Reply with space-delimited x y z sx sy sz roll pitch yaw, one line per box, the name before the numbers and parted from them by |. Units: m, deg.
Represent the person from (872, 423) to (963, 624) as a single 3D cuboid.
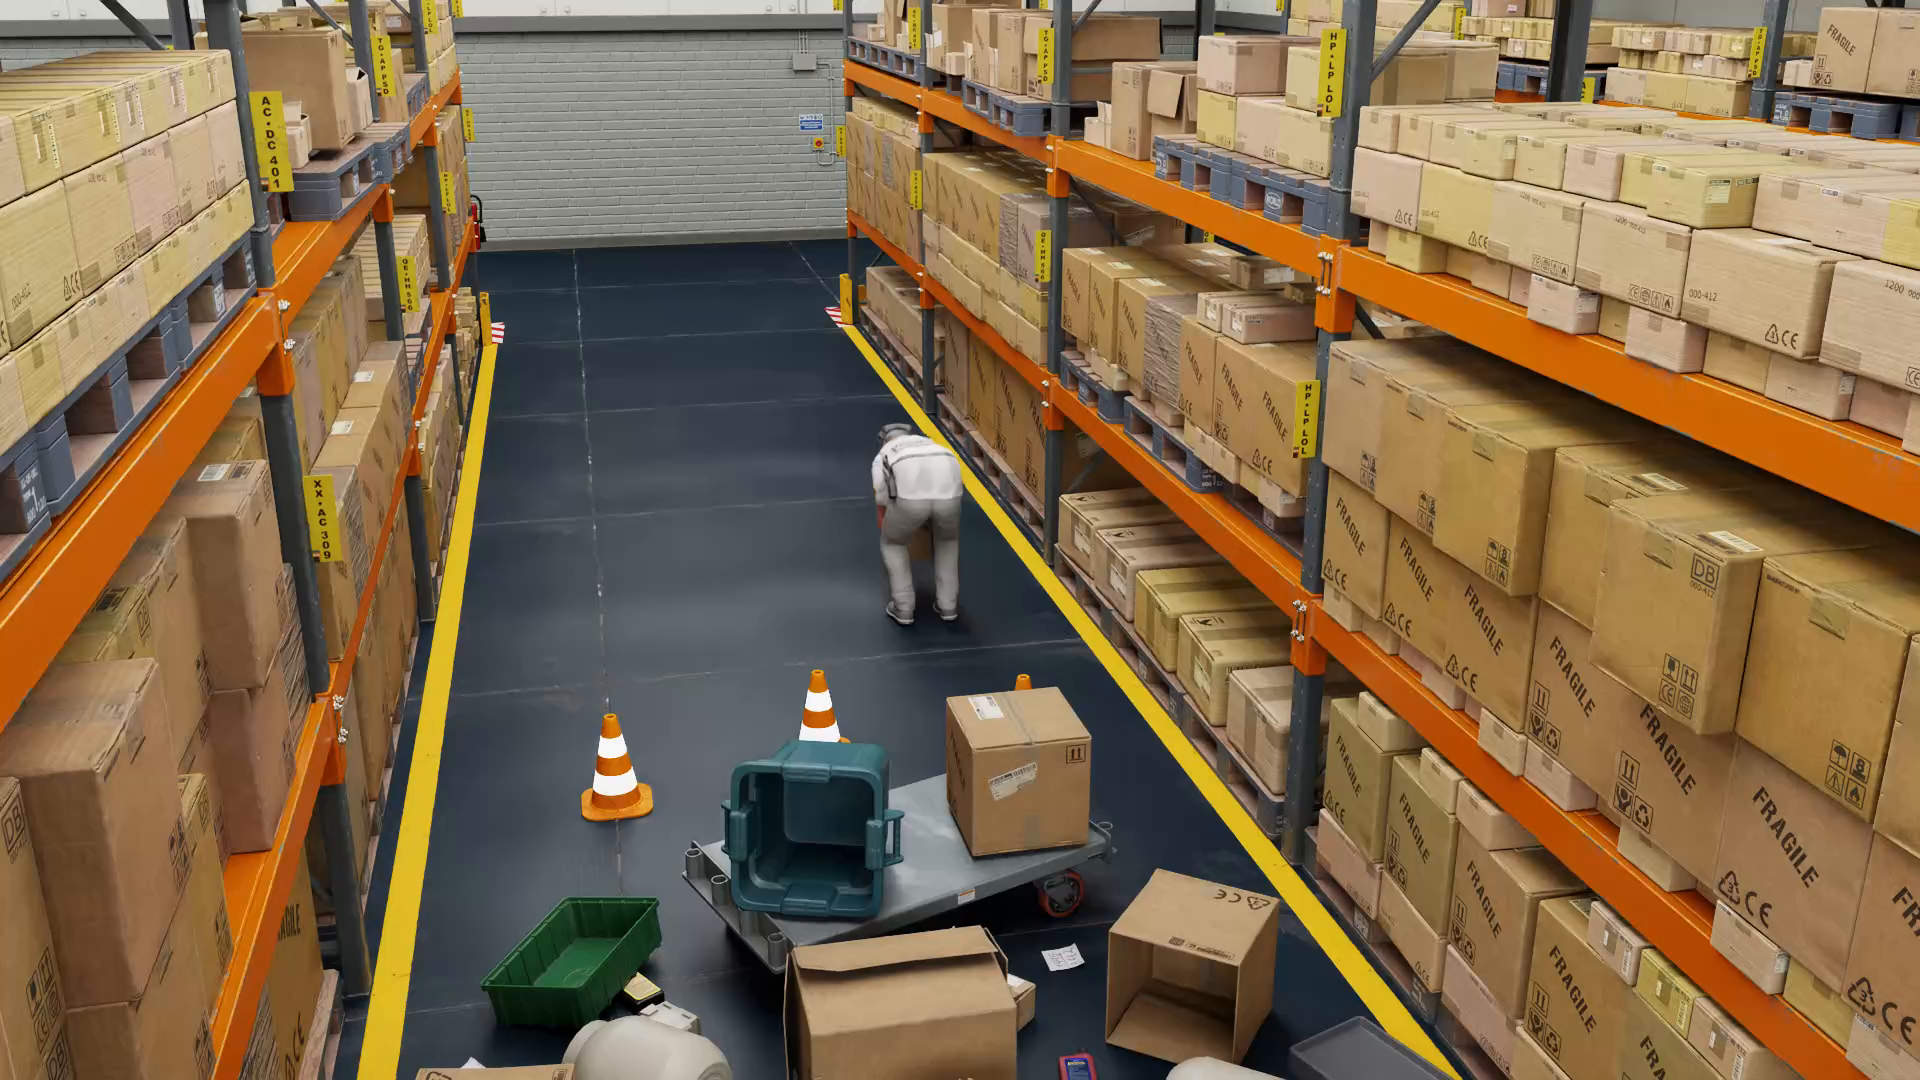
person | -0.287 -0.120 10.378 0.504 1.102 1.046 -5 20 -15
